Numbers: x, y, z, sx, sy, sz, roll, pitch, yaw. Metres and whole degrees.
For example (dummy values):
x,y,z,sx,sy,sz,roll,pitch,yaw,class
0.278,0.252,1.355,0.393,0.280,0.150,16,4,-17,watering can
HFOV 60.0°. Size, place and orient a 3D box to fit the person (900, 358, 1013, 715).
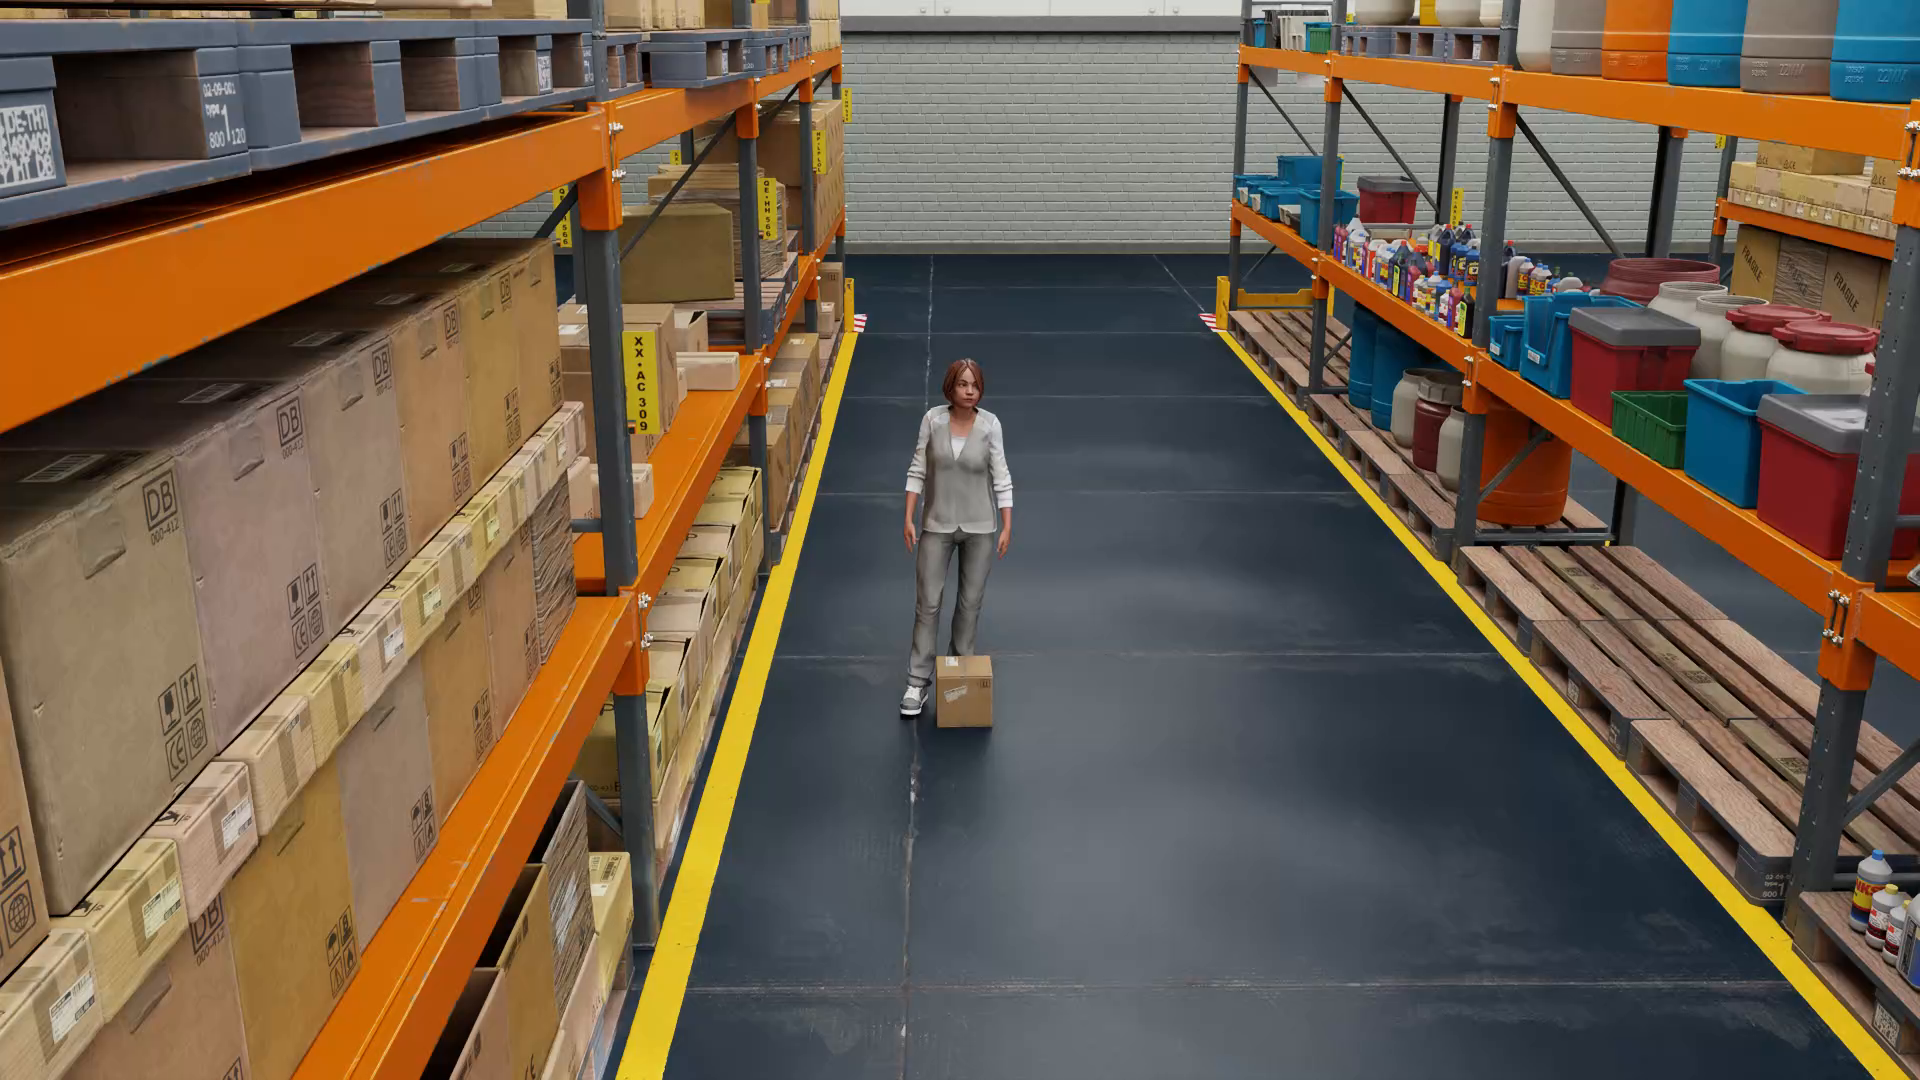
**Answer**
x,y,z,sx,sy,sz,roll,pitch,yaw,class
-0.018,-0.013,7.576,0.521,1.600,0.472,0,17,0,person
